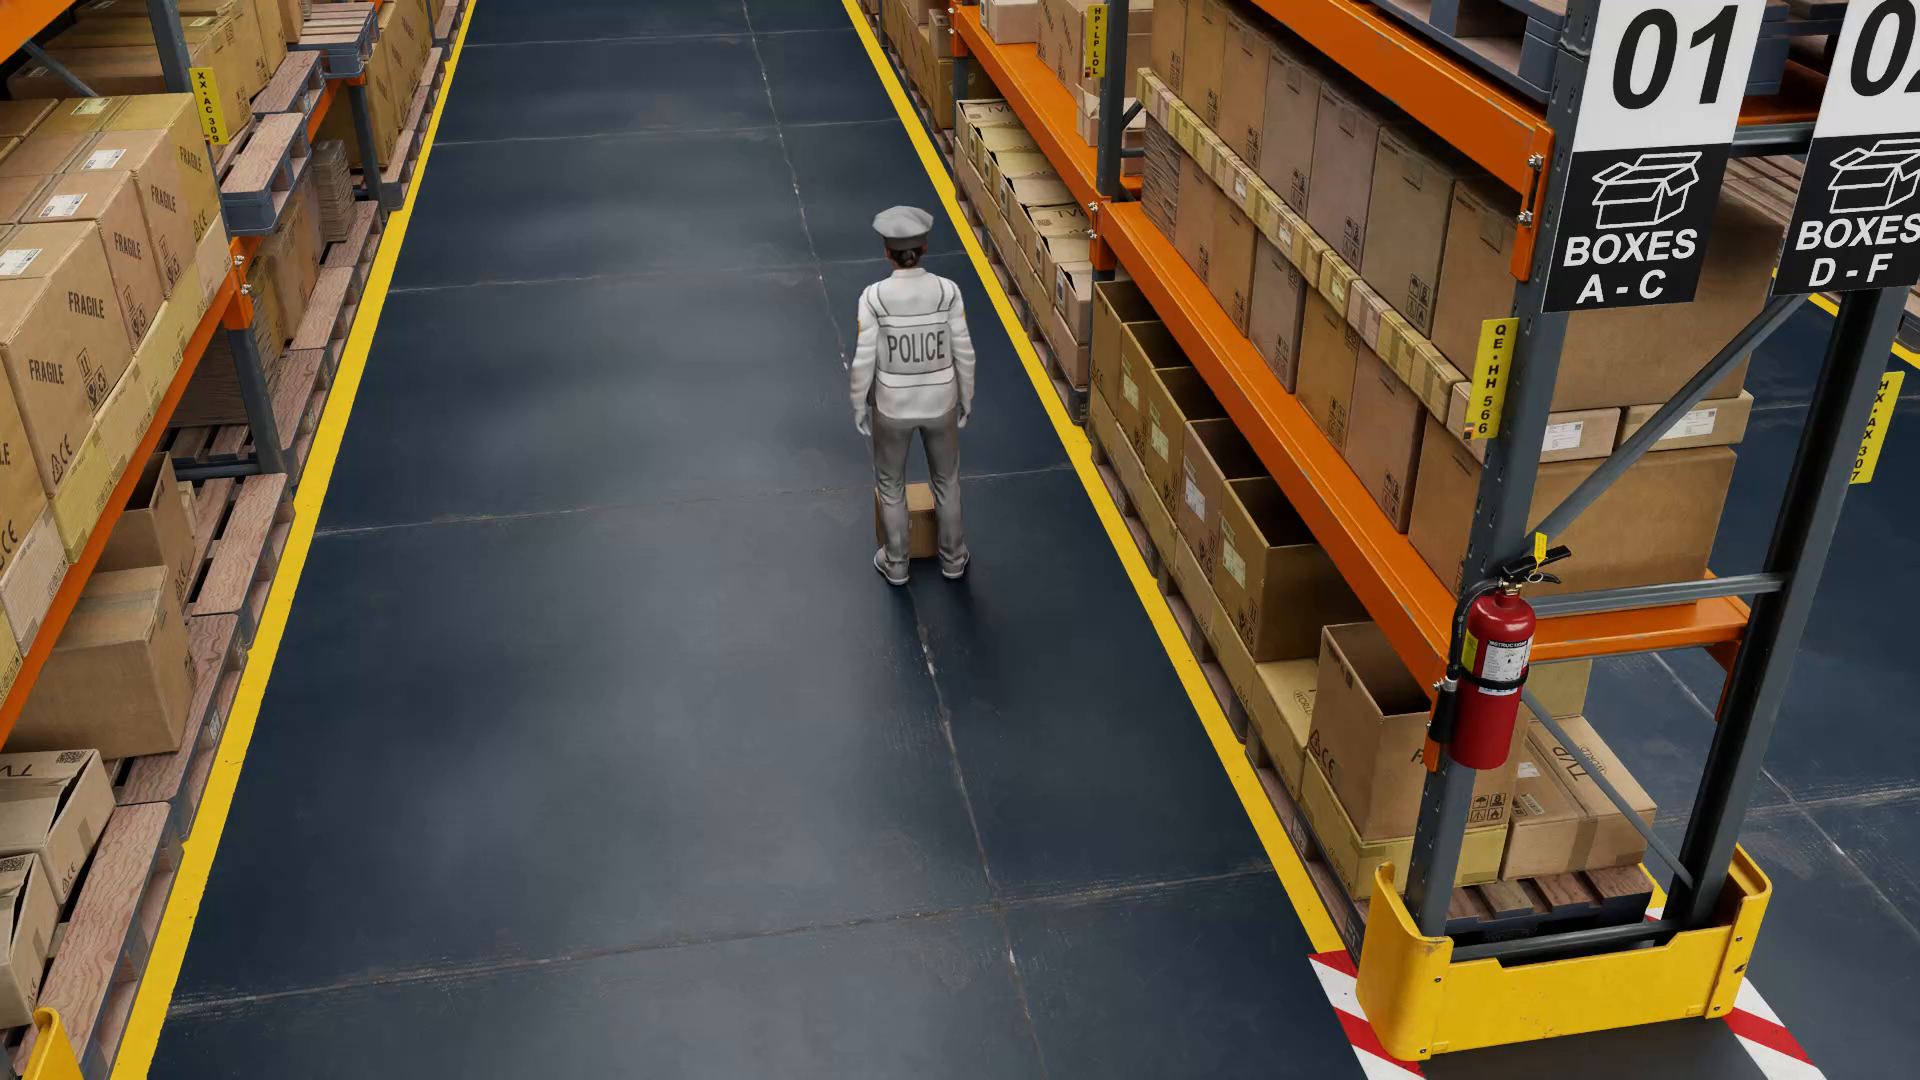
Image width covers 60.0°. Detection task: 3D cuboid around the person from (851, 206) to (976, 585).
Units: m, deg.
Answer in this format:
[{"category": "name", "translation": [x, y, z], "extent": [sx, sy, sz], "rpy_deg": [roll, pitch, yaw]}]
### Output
[{"category": "person", "translation": [-0.199, -0.572, 7.086], "extent": [0.529, 1.664, 0.376], "rpy_deg": [-5, 31, -9]}]
